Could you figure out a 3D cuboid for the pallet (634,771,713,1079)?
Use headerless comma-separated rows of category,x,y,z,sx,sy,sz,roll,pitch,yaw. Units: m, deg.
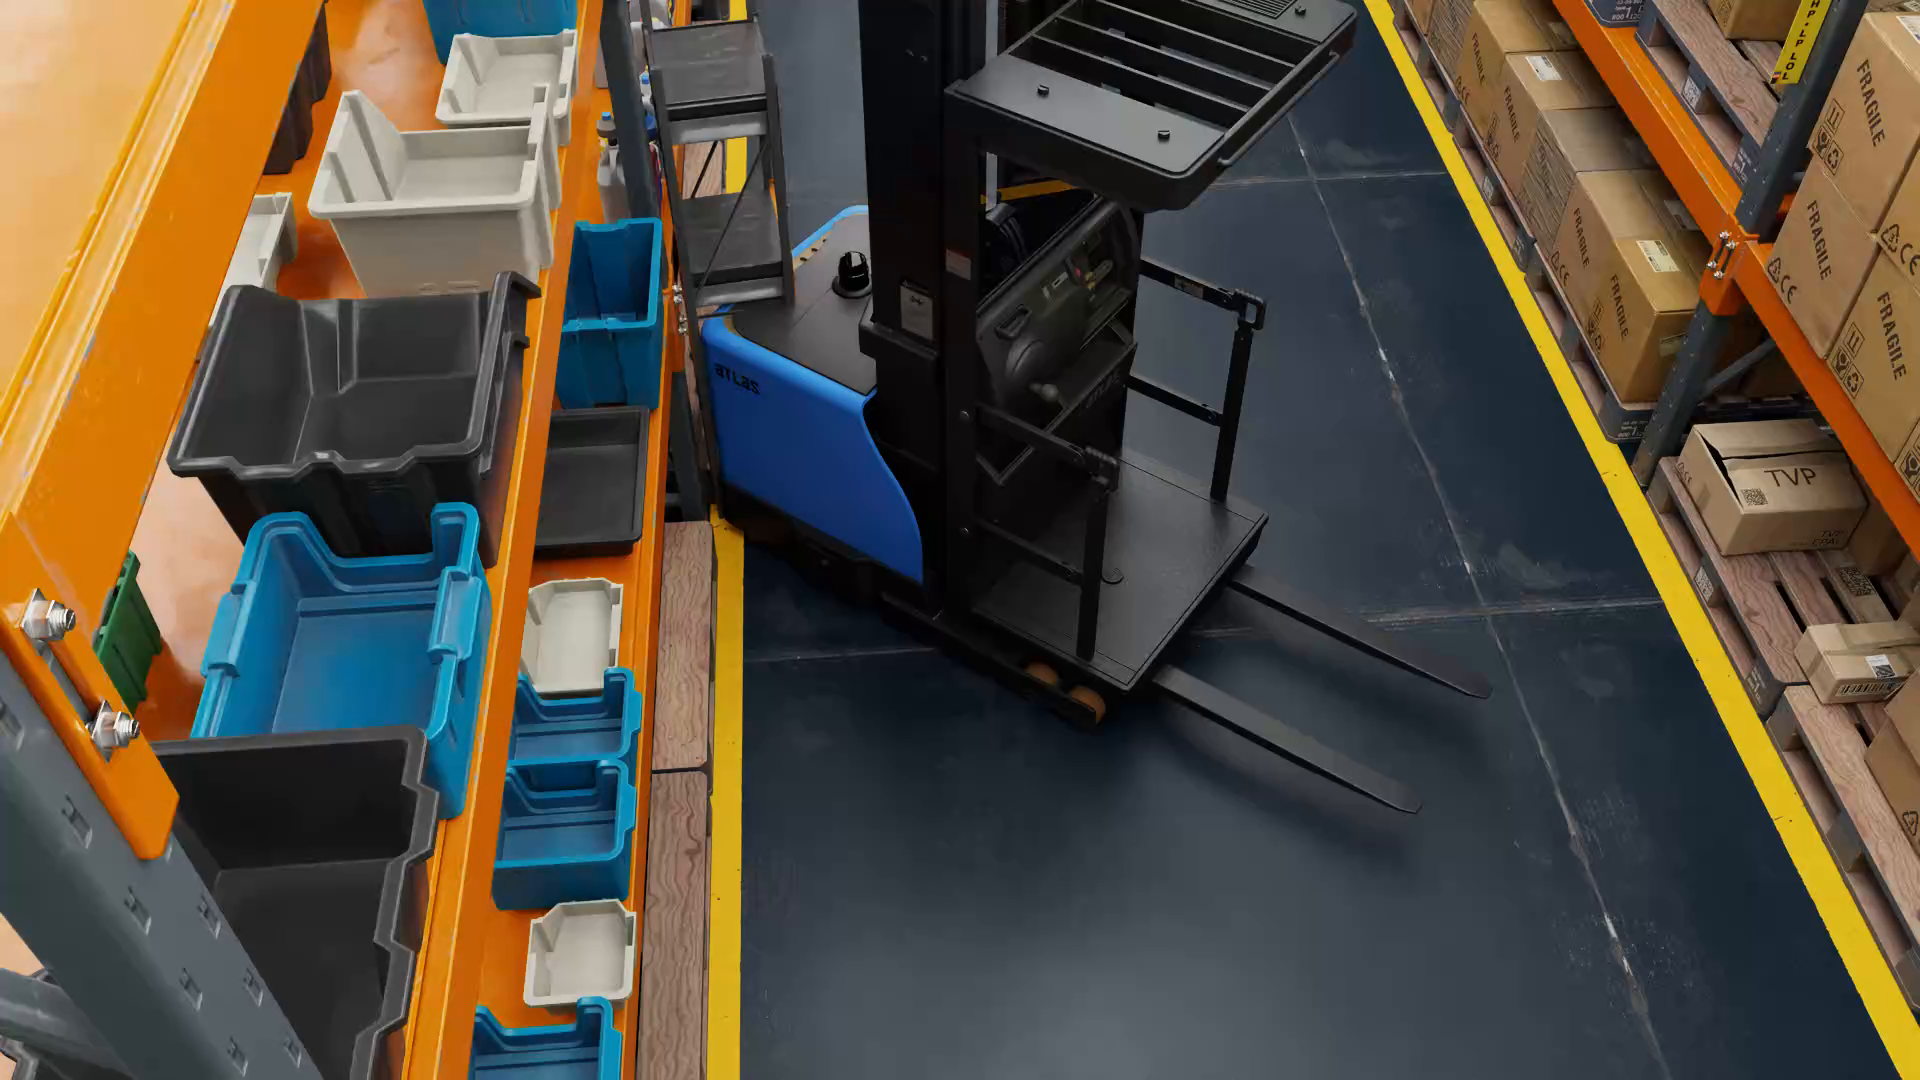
pallet,-1.336,1.345,5.467,1.003,0.211,1.213,-3,47,-3

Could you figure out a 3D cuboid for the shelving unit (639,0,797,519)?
shelving unit,-0.864,-1.019,6.373,0.431,2.100,0.503,-9,47,-8

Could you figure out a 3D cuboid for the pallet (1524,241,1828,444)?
pallet,3.289,-0.954,7.645,1.003,0.211,1.213,-3,47,-3

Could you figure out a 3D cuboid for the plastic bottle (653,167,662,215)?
plastic bottle,-1.147,-1.279,6.113,0.061,0.283,0.133,-3,47,-3

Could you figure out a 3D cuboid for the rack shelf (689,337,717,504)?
rack shelf,-0.864,-0.529,6.892,0.431,0.518,0.480,-9,47,-8

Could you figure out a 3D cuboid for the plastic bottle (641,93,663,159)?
plastic bottle,-1.231,-1.608,6.429,0.152,0.276,0.135,-3,47,-3

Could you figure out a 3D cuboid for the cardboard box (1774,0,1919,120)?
cardboard box,3.578,-1.862,6.226,0.700,0.500,0.500,-18,49,-16

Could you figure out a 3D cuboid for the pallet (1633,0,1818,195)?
pallet,3.437,-1.845,6.700,1.003,0.211,1.213,-3,47,-3

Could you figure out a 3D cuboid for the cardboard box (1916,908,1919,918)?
cardboard box,3.389,1.294,5.186,0.500,0.250,0.500,-3,47,-3

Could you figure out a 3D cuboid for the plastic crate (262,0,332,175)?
plastic crate,-1.711,-1.099,3.886,0.497,0.269,0.590,-3,47,-3

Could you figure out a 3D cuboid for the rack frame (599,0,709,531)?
rack frame,-1.542,-1.028,5.794,1.000,3.000,0.127,-3,47,-3

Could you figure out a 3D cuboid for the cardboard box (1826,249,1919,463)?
cardboard box,3.212,-0.605,5.325,0.500,0.500,0.500,-3,47,-3

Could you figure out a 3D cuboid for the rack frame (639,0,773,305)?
rack frame,-0.916,-1.192,6.537,0.400,2.100,0.015,-9,47,-8

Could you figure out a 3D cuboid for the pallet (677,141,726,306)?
pallet,-1.670,-1.515,8.176,1.003,0.211,1.213,-3,47,-3

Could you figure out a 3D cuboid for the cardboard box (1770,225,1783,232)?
cardboard box,3.541,-1.368,7.535,0.500,0.500,0.500,-3,47,-3

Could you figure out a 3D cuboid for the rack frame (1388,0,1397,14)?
rack frame,3.060,-4.221,8.818,1.000,3.000,0.127,-3,47,-3

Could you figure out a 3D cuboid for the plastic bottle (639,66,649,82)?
plastic bottle,-1.230,-1.809,6.671,0.097,0.201,0.097,0,47,0

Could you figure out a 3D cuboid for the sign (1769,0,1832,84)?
sign,2.842,-1.688,5.622,0.100,0.325,0.005,-3,47,-3

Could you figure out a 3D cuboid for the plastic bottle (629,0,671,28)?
plastic bottle,-1.298,-2.181,6.972,0.152,0.276,0.135,-3,47,-3

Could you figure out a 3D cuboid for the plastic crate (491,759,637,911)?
plastic crate,-1.010,0.752,4.183,0.416,0.233,0.300,-3,47,-3

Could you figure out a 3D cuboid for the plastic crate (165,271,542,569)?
plastic crate,-1.061,-0.266,3.050,0.504,0.338,0.767,-3,47,-3

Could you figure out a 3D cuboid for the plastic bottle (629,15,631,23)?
plastic bottle,-1.420,-2.135,6.979,0.097,0.201,0.097,0,47,0

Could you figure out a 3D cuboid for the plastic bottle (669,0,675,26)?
plastic bottle,-1.288,-2.336,7.121,0.097,0.271,0.097,0,47,0

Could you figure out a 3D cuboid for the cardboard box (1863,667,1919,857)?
cardboard box,3.557,0.740,5.536,0.797,0.503,0.637,-3,47,-3

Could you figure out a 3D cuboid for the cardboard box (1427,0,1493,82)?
cardboard box,2.863,-2.787,8.879,0.500,0.500,0.500,-5,47,-5

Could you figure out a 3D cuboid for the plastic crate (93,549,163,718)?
plastic crate,-1.574,0.211,2.701,0.450,0.188,0.336,-3,47,-3

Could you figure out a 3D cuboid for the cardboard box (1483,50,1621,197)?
cardboard box,2.948,-2.047,8.178,0.500,0.500,0.500,-5,47,-5

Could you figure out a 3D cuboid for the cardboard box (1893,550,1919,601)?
cardboard box,3.816,0.165,6.325,0.380,0.149,0.250,-3,47,-3

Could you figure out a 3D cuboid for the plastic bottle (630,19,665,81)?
plastic bottle,-1.278,-2.013,6.813,0.152,0.276,0.135,-3,47,-3

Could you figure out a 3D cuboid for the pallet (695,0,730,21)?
pallet,-1.903,-3.526,10.081,1.003,0.211,1.213,-3,47,-3

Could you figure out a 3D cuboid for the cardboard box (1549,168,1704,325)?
cardboard box,3.035,-1.316,7.486,0.500,0.500,0.500,-3,47,-3

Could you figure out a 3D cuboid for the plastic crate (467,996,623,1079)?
plastic crate,-0.954,1.228,3.732,0.416,0.233,0.300,-3,47,-3

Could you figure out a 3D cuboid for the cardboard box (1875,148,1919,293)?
cardboard box,3.197,-0.973,4.985,0.500,0.500,0.500,-5,47,-5

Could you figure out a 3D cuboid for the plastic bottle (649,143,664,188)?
plastic bottle,-1.186,-1.430,6.312,0.097,0.201,0.097,0,47,0

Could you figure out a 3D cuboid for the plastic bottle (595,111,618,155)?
plastic bottle,-1.354,-1.562,6.436,0.097,0.201,0.097,0,47,0

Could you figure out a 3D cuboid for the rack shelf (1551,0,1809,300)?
rack shelf,3.227,-2.526,7.709,1.077,0.370,4.000,-3,47,-3

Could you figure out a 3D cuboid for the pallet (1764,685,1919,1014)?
pallet,3.556,1.014,5.781,1.003,0.211,1.213,-3,47,-3

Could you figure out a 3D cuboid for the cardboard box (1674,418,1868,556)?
cardboard box,3.214,-0.236,6.593,0.500,0.311,0.500,-3,47,-3

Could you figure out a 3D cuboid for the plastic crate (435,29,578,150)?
plastic crate,-1.056,-1.072,3.951,0.293,0.136,0.466,-3,47,-3

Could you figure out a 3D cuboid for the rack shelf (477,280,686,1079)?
rack shelf,-1.374,0.666,4.685,1.077,0.370,4.000,-3,47,-3

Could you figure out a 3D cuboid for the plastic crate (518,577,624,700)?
plastic crate,-1.096,0.283,4.692,0.293,0.136,0.466,-3,47,-3

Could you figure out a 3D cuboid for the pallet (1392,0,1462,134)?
pallet,3.085,-2.719,9.316,1.003,0.211,1.213,-3,47,-3

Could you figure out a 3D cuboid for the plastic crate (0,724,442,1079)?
plastic crate,-0.961,0.584,2.292,0.497,0.269,0.590,-3,47,-3

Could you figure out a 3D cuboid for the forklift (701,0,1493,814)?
forklift,0.516,-0.746,5.574,3.031,2.935,1.130,27,52,23
